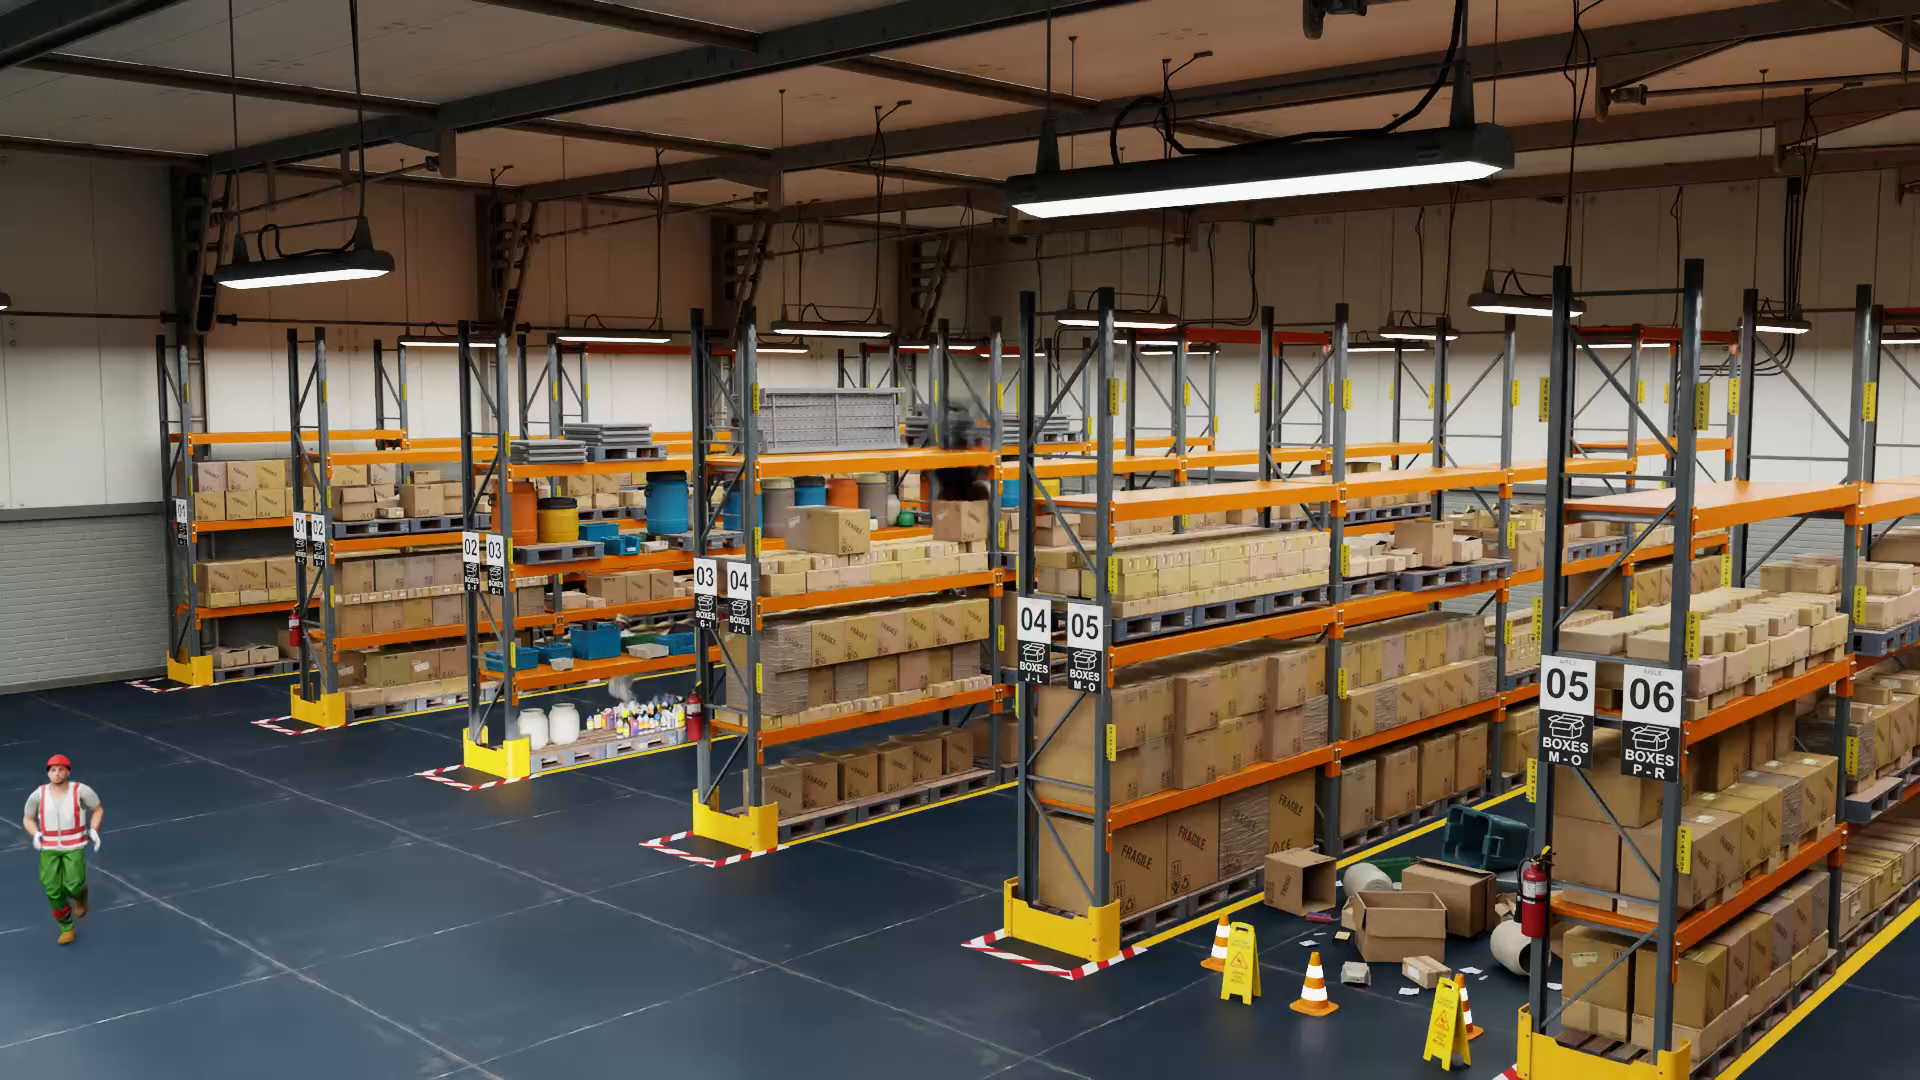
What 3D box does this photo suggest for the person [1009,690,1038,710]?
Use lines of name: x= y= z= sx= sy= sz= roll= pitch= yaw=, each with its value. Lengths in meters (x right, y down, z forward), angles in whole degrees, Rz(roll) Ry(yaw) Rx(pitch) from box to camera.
person: x=1.021 y=1.779 z=26.387 sx=0.650 sy=1.772 sz=0.952 roll=4 pitch=7 yaw=37

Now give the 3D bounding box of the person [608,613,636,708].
person: x=-5.167 y=1.952 z=25.489 sx=0.571 sy=1.666 sz=0.566 roll=-5 pitch=7 yaw=-43

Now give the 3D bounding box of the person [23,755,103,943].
person: x=-8.341 y=2.854 z=15.461 sx=0.657 sy=1.742 sz=0.601 roll=-2 pitch=6 yaw=-20
